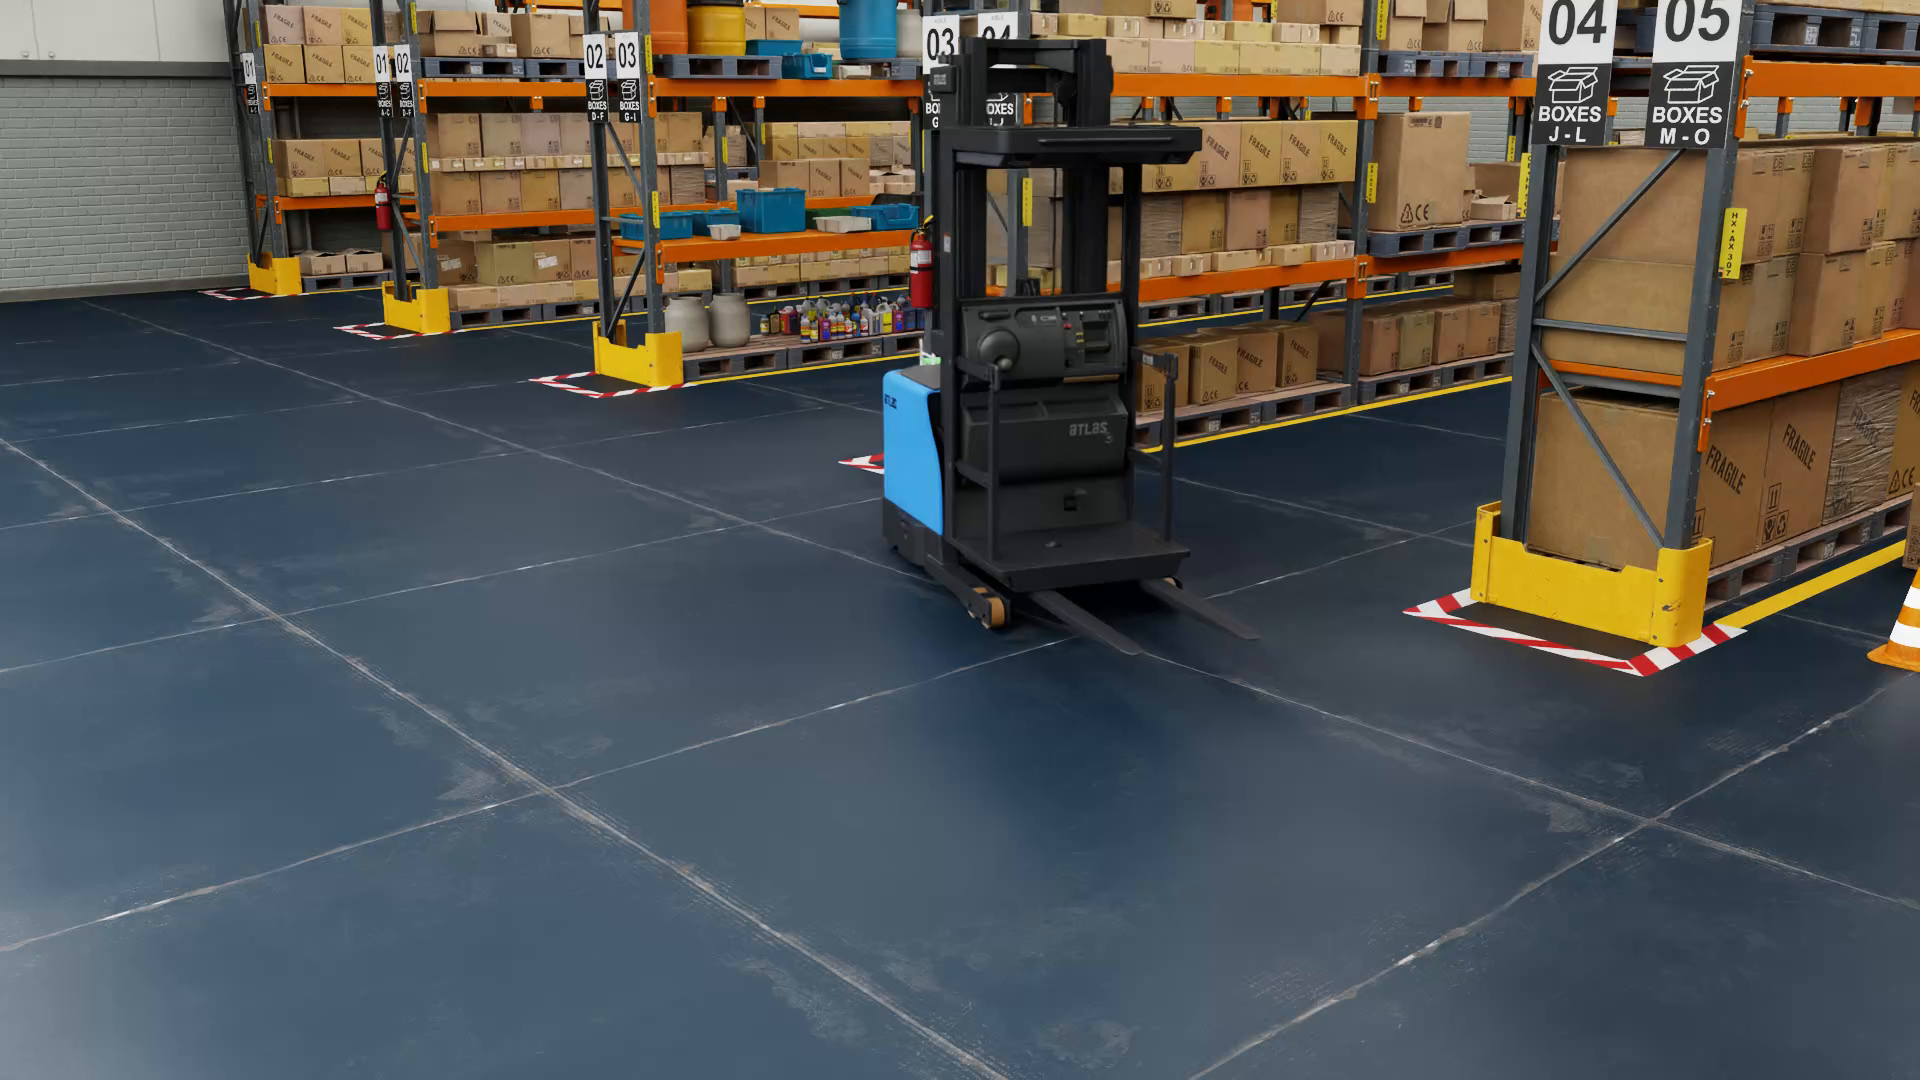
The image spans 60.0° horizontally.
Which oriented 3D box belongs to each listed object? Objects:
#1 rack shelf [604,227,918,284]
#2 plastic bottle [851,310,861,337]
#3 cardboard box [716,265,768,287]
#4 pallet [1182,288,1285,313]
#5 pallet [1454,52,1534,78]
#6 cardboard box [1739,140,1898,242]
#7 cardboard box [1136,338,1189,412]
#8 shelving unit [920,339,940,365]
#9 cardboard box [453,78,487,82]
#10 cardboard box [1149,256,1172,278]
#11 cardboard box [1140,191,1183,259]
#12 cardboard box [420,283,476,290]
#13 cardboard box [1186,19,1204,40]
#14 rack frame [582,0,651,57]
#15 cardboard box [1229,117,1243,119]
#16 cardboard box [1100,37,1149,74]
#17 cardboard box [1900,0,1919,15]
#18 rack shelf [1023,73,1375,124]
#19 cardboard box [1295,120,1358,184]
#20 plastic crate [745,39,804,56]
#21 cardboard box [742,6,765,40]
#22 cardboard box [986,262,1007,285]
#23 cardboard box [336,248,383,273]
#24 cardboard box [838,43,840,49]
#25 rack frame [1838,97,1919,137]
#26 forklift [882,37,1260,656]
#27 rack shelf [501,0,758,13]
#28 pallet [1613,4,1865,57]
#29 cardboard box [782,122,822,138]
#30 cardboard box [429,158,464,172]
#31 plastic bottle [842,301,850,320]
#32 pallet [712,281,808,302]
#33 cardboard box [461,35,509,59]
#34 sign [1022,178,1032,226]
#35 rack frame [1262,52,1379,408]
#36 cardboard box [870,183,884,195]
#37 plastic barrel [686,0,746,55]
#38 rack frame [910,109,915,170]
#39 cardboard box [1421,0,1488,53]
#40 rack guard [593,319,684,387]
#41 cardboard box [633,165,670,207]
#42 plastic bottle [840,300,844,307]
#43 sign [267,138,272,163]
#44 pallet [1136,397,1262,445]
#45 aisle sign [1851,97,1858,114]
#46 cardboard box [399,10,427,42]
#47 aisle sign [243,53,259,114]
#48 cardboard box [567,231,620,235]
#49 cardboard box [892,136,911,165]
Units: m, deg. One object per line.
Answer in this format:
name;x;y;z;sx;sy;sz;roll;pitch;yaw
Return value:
rack shelf;-1.636;-2.991;17.031;4.000;0.370;1.077;-13;19;-39
plastic bottle;-1.085;-2.250;17.297;0.097;0.271;0.097;0;15;0
cardboard box;-2.909;-3.537;22.195;0.500;0.250;0.500;-13;20;-41
pallet;3.458;-3.150;21.633;1.213;0.211;1.003;-13;19;-39
pallet;4.440;-4.332;15.208;1.003;0.211;1.213;-13;19;-39
cardboard box;4.772;-1.997;9.532;0.500;0.550;0.875;-13;19;-39
cardboard box;1.502;-1.344;13.499;0.500;0.500;0.500;-10;18;-34
shelving unit;0.028;-0.654;10.372;0.503;1.200;0.258;-6;16;-20
cardboard box;-7.239;-6.897;24.212;0.500;0.500;0.500;14;20;42
cardboard box;1.417;-2.130;12.897;0.250;0.149;0.380;-13;19;-39
cardboard box;1.244;-2.500;13.027;0.500;0.500;0.875;-13;19;-39
cardboard box;-6.183;-2.988;20.138;0.500;0.250;0.500;-13;19;-39
cardboard box;1.627;-3.872;12.639;0.250;0.149;0.380;-13;20;-40
rack frame;-3.145;-5.899;14.895;0.127;3.000;1.000;-13;19;-39
cardboard box;4.365;-6.817;27.826;0.500;0.500;0.500;-12;19;-38
cardboard box;1.025;-3.533;12.141;0.500;0.250;0.500;-13;20;-41
cardboard box;4.899;-2.885;8.905;0.250;0.149;0.380;-12;19;-39
rack shelf;1.616;-3.476;13.034;4.000;0.370;1.077;-13;19;-39
cardboard box;2.965;-3.259;13.930;0.500;0.500;0.500;-13;19;-39
plastic crate;-1.904;-4.823;16.713;0.575;0.384;0.392;-13;19;-39
cardboard box;-2.885;-6.681;21.663;0.500;0.500;0.500;-12;19;-39
cardboard box;0.186;-2.003;12.423;0.250;0.149;0.380;-13;19;-39
cardboard box;-8.637;-4.039;23.915;0.500;0.311;0.500;-11;18;-35
cardboard box;-2.129;-8.365;28.895;0.500;0.500;0.700;-13;20;-39
rack frame;12.177;-4.746;22.207;0.127;3.000;1.000;-13;19;-39
forklift;0.533;-1.080;8.615;1.130;2.935;3.031;-6;16;-20
rack shelf;-5.122;-8.303;26.066;4.000;0.370;1.077;-13;19;-39
pallet;3.839;-2.587;8.483;1.213;0.211;1.003;-13;19;-39
cardboard box;-2.696;-6.966;28.255;0.500;0.250;0.500;-13;20;-40
cardboard box;-5.956;-4.351;19.277;0.250;0.149;0.380;-13;20;-40
plastic bottle;-1.237;-2.452;18.052;0.097;0.271;0.097;0;15;0
pallet;-2.846;-3.428;22.674;1.213;0.211;1.003;-13;19;-39
cardboard box;-5.698;-5.859;19.765;0.500;0.250;0.500;-13;19;-39
sign;0.463;-2.349;11.553;0.005;0.325;0.100;-13;19;-39
rack frame;3.124;-2.714;14.597;0.127;3.000;1.000;-13;19;-39
cardboard box;-1.283;-4.972;23.538;0.250;0.149;0.380;-11;18;-35
plastic barrel;-2.368;-4.961;16.020;0.600;0.588;0.600;0;15;0
rack frame;-0.358;-5.320;24.356;0.127;3.000;1.000;-13;19;-39
cardboard box;4.254;-4.636;14.966;0.637;0.503;0.797;-12;19;-37
rack guard;-3.118;-1.815;16.075;0.348;0.500;1.175;-13;19;-39
cardboard box;-4.100;-4.524;21.181;0.500;0.500;0.700;-13;20;-40
plastic bottle;-1.303;-2.470;18.097;0.133;0.283;0.061;-12;19;-37
sign;-9.292;-5.242;22.383;0.005;0.325;0.100;-13;19;-39
pallet;1.720;-1.038;13.727;1.213;0.211;1.003;-13;19;-39
aisle sign;12.034;-6.073;22.136;0.004;0.787;0.394;-13;19;-39
cardboard box;-7.624;-7.274;23.686;0.500;0.500;0.500;-14;20;-41
aisle sign;-9.505;-6.114;22.290;0.004;0.787;0.394;-13;19;-39
cardboard box;-4.685;-3.692;21.323;0.500;0.500;0.500;-13;19;-39
cardboard box;-1.156;-6.948;29.639;0.500;0.500;0.500;-12;19;-39
